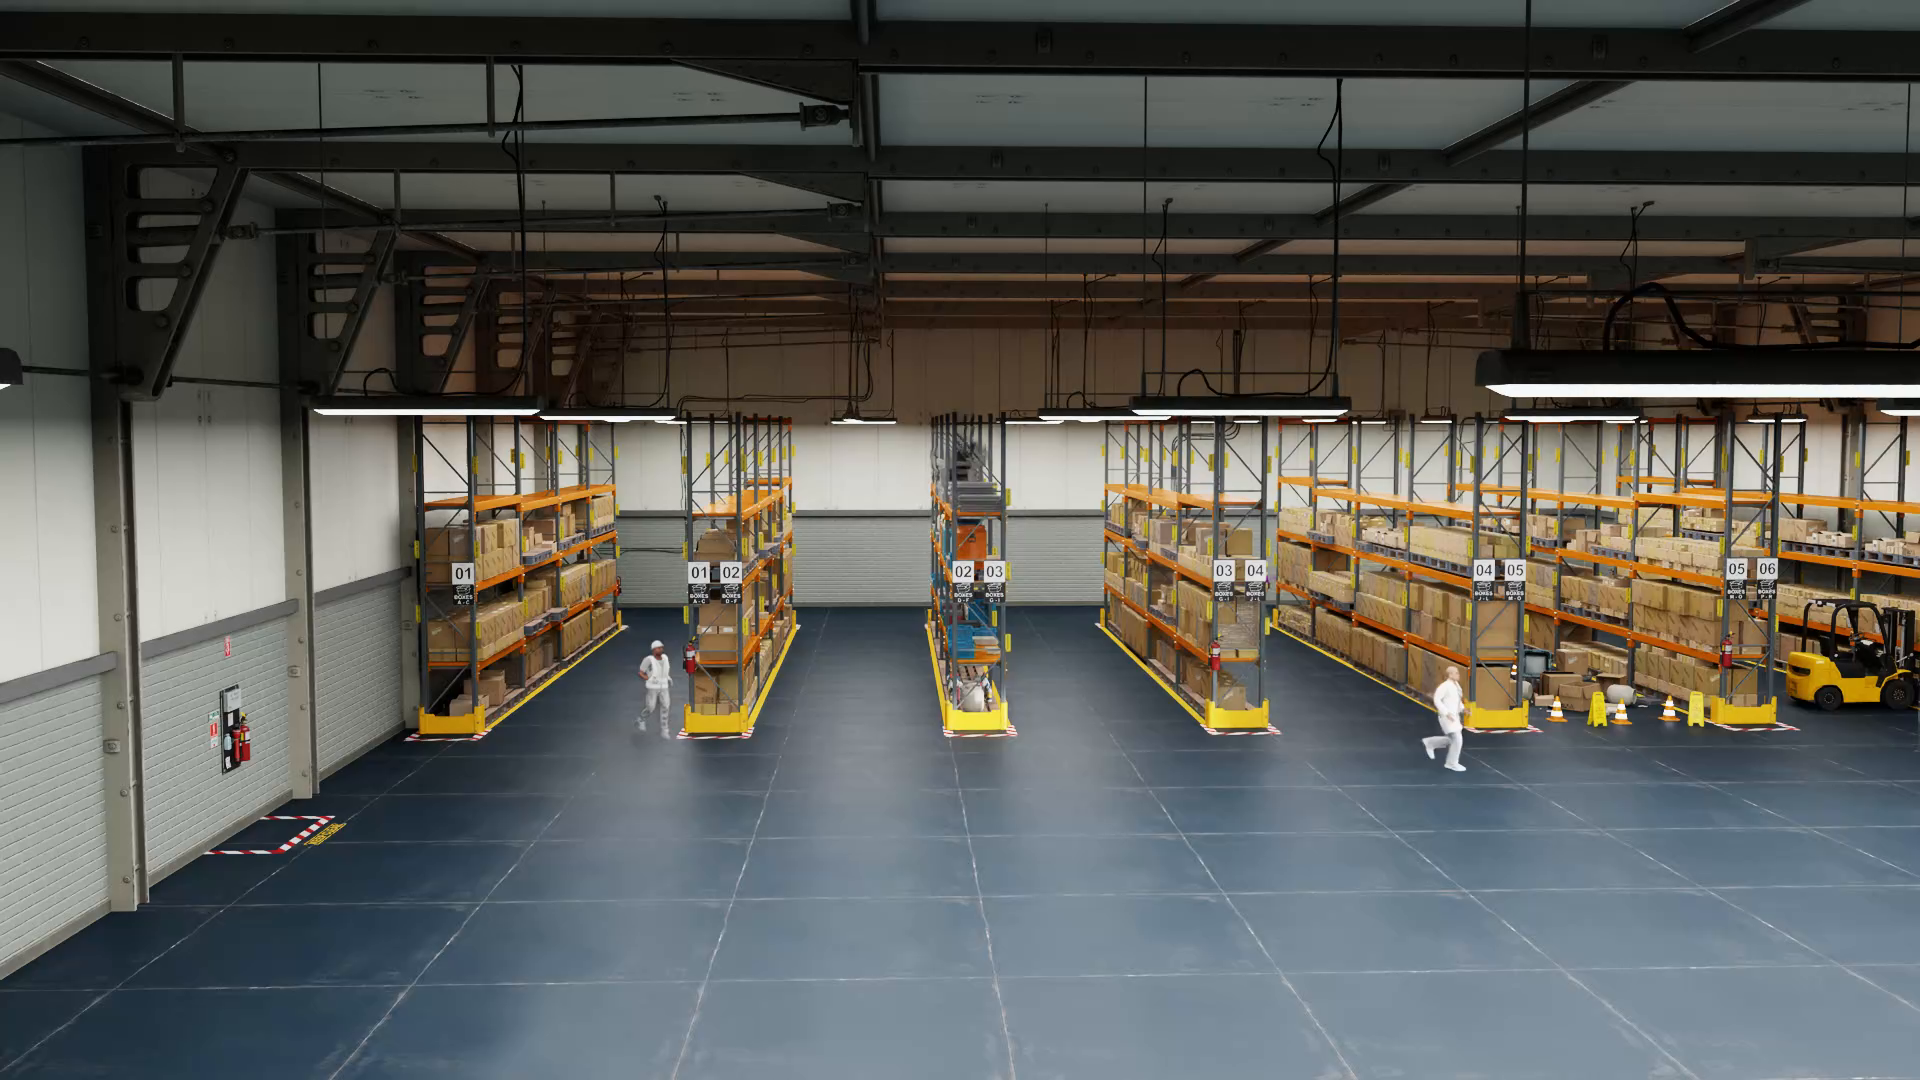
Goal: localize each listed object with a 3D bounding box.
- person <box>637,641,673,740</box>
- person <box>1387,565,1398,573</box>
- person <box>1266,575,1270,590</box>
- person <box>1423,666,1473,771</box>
[{"bbox_3d":[-5.577,2.742,30.628,0.716,1.781,1.005,-3,5,-40],"label":"person"},{"bbox_3d":[12.691,1.507,49.008,0.968,1.733,0.657,0,4,-3],"label":"person"},{"bbox_3d":[8.732,1.560,48.561,0.732,1.725,0.752,-2,4,-29],"label":"person"},{"bbox_3d":[8.115,2.967,27.855,0.797,1.733,0.681,3,5,37],"label":"person"}]
